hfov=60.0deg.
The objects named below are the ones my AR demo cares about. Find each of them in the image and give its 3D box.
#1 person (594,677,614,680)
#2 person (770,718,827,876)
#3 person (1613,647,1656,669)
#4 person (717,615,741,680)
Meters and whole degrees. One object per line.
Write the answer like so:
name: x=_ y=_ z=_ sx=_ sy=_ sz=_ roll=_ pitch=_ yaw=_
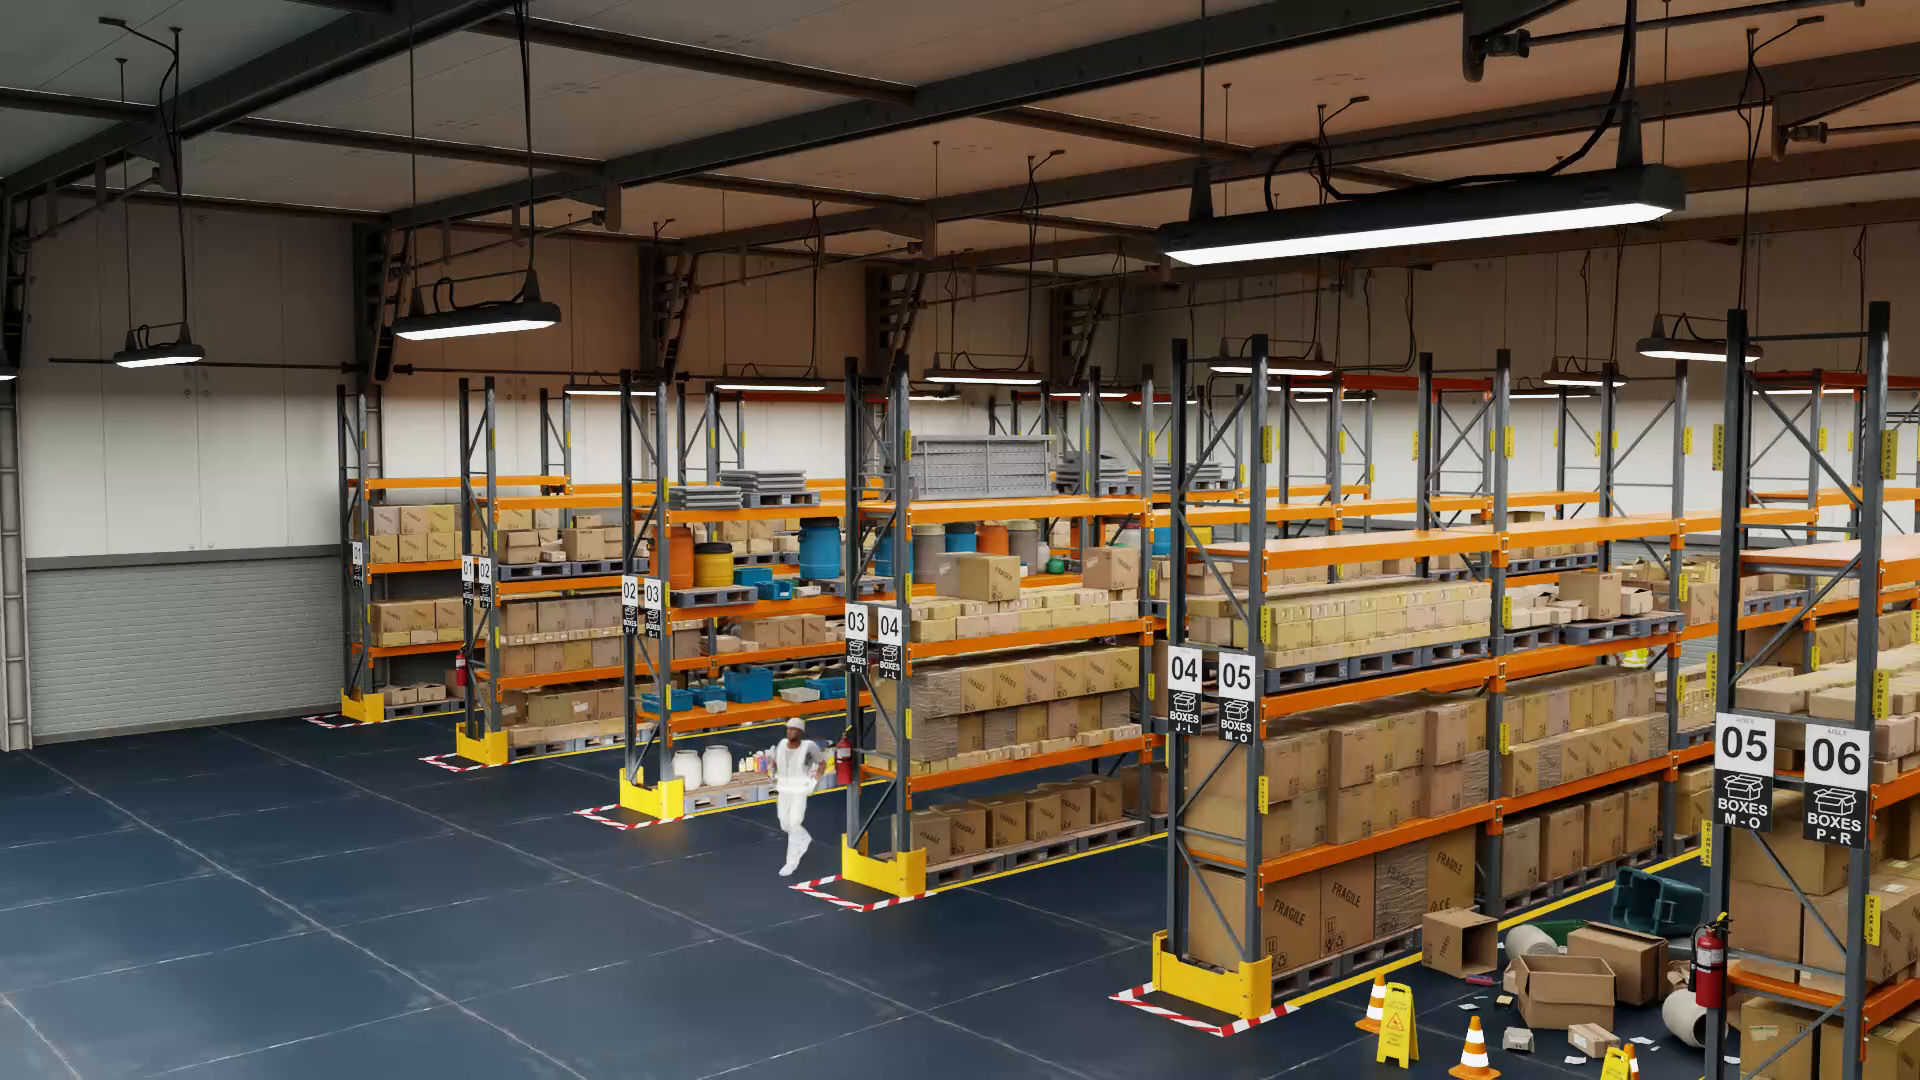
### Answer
person: x=-6.302 y=2.354 z=29.469 sx=0.674 sy=1.832 sz=0.785 roll=3 pitch=5 yaw=35
person: x=-1.965 y=2.991 z=19.636 sx=0.688 sy=1.797 sz=0.789 roll=2 pitch=4 yaw=28
person: x=12.200 y=2.331 z=30.088 sx=0.704 sy=1.814 sz=0.770 roll=-2 pitch=4 yaw=-26
person: x=-4.434 y=2.259 z=31.849 sx=0.638 sy=1.689 sz=0.705 roll=3 pitch=5 yaw=42
